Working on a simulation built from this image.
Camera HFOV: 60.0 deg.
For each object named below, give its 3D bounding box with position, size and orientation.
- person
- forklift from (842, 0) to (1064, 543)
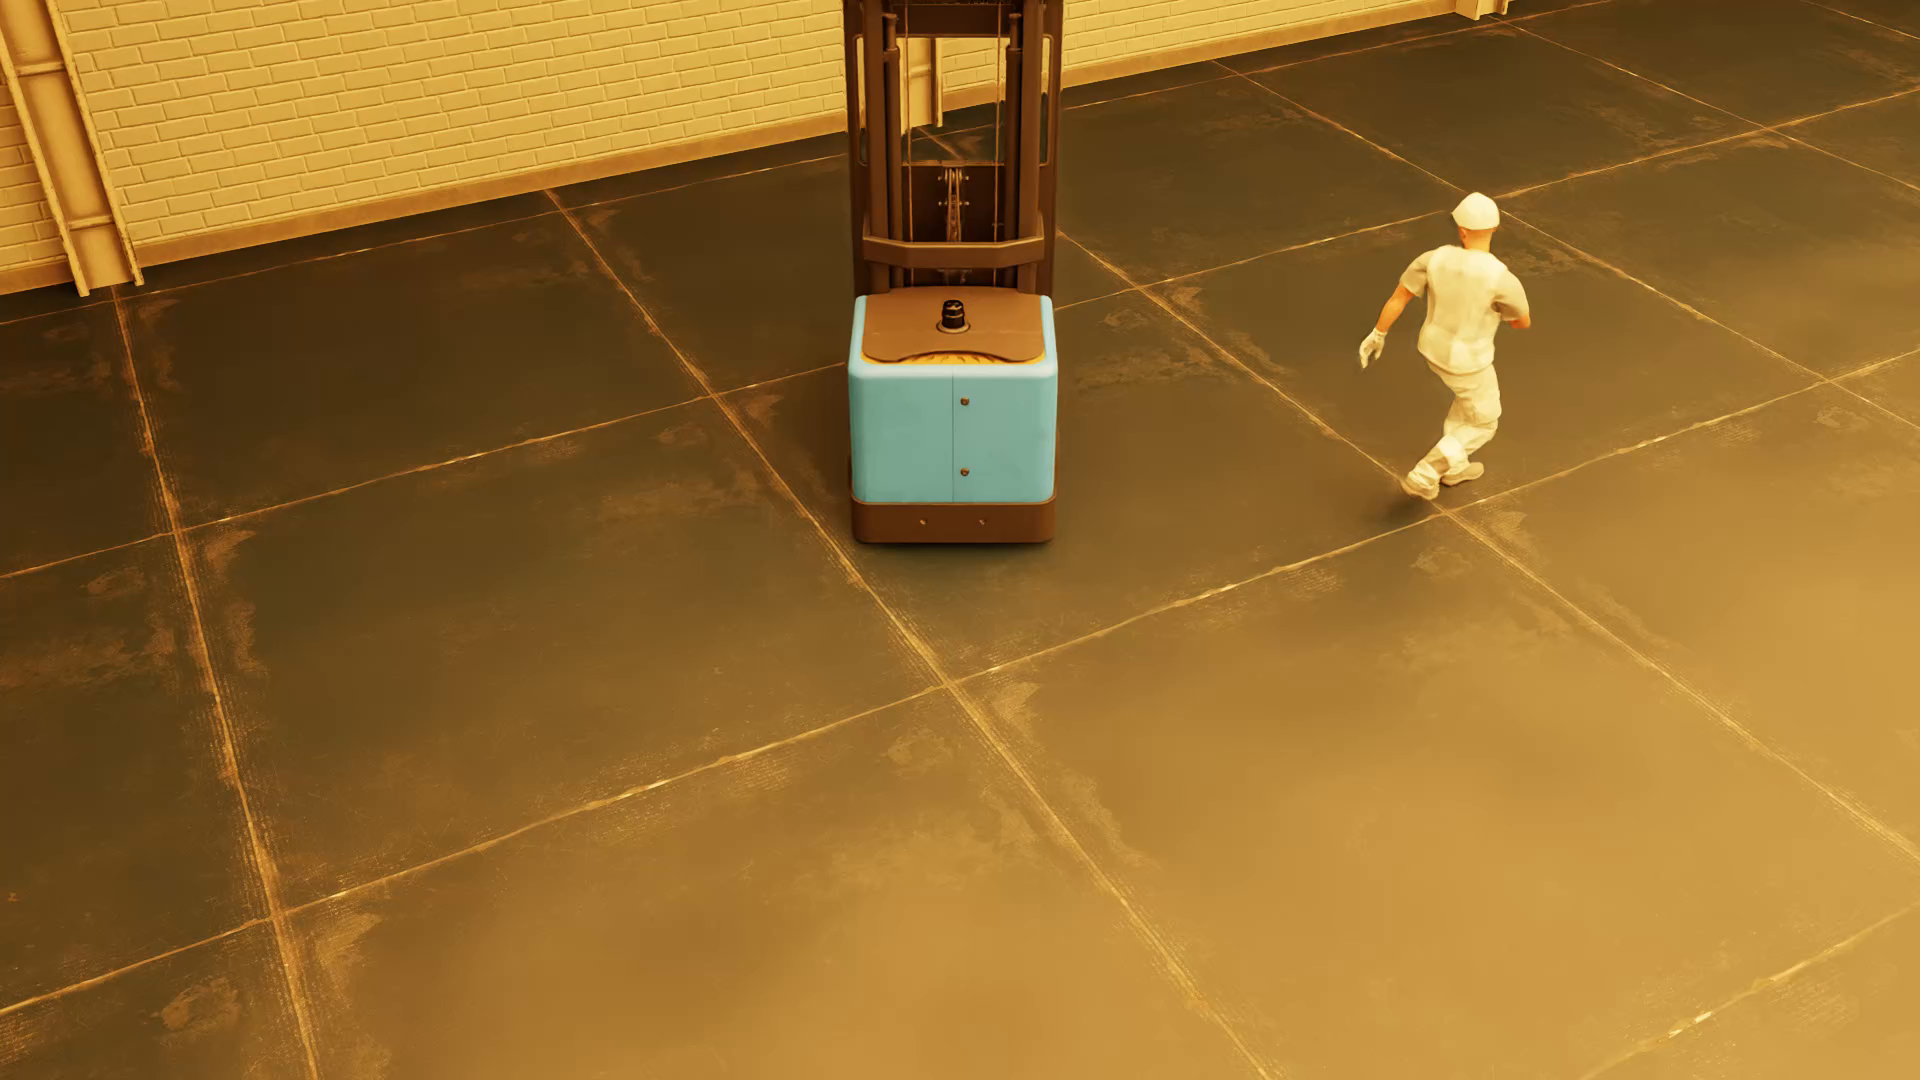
[{"bbox_3d":[2.551,-0.976,8.577,0.785,1.707,0.628,-17,39,-22],"label":"person"},{"bbox_3d":[-0.034,-1.998,8.950,1.130,2.935,3.031,0,35,0],"label":"forklift"}]
